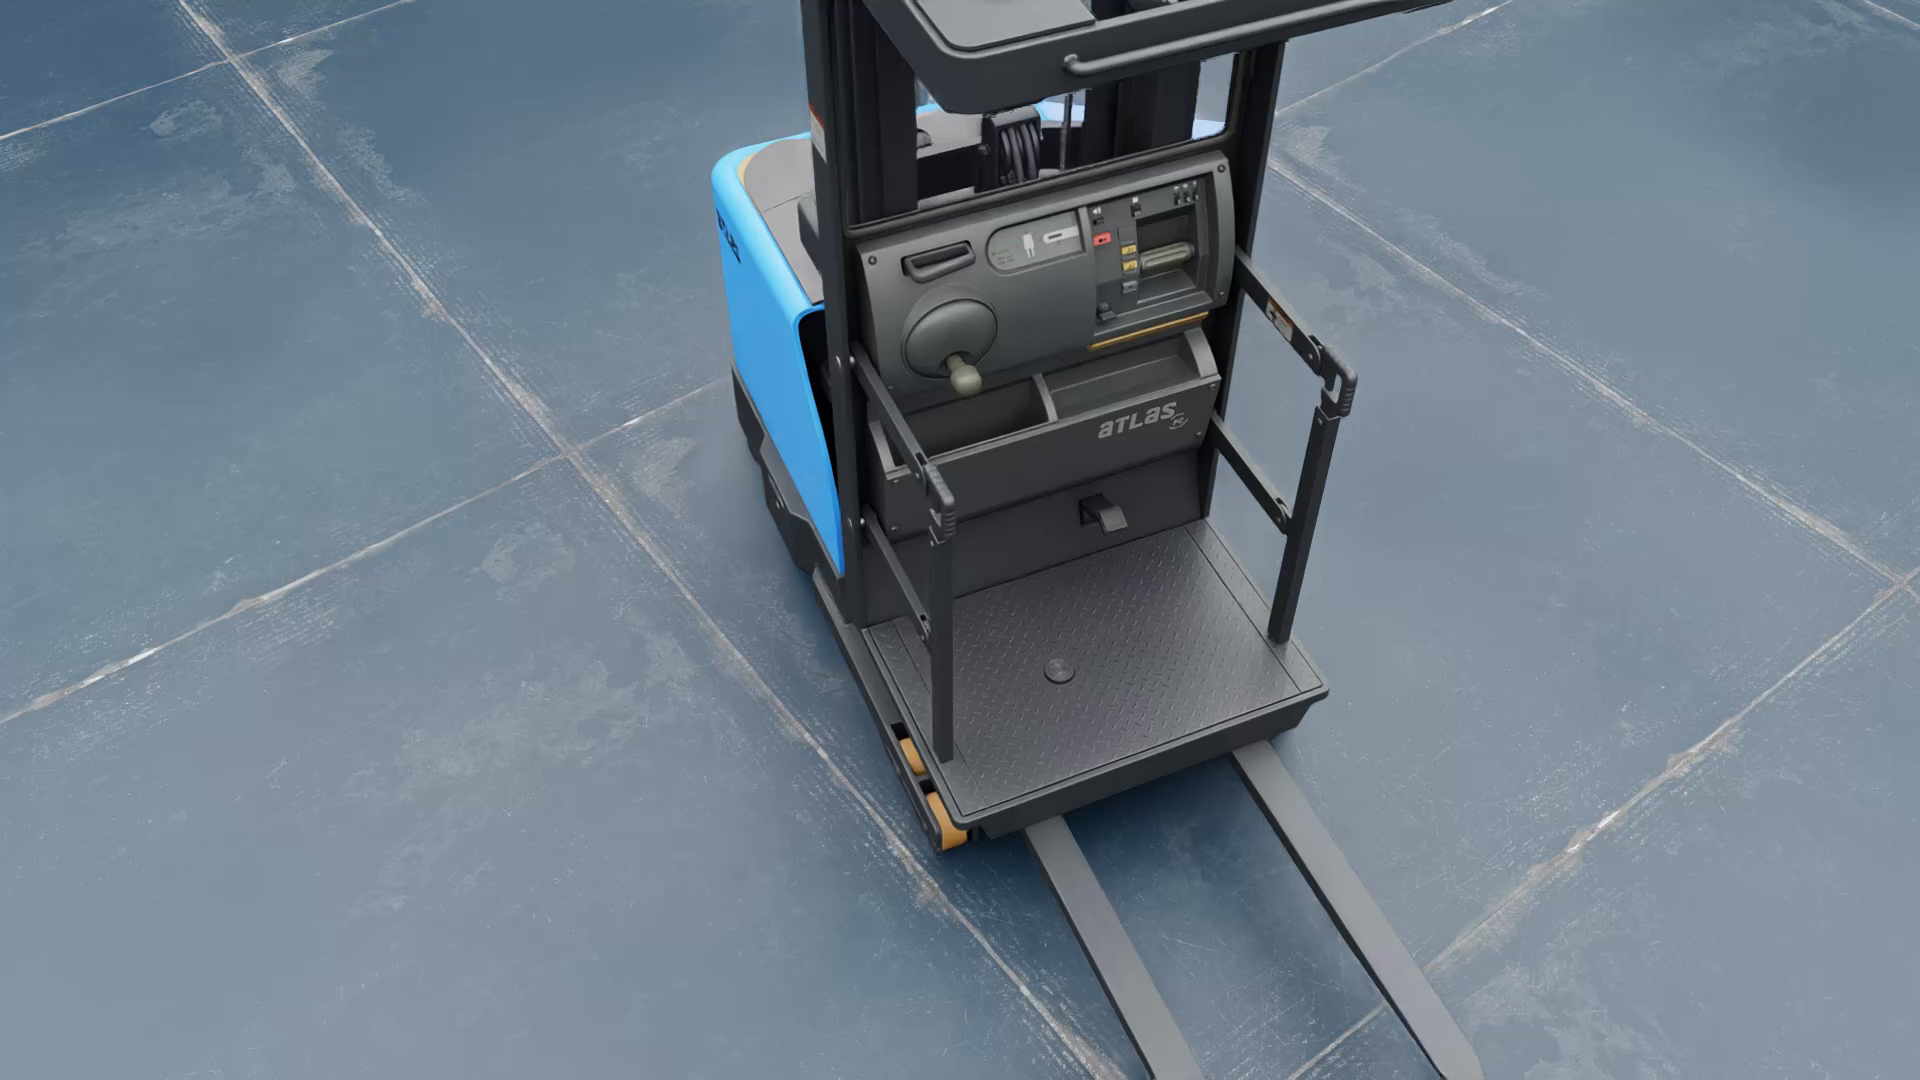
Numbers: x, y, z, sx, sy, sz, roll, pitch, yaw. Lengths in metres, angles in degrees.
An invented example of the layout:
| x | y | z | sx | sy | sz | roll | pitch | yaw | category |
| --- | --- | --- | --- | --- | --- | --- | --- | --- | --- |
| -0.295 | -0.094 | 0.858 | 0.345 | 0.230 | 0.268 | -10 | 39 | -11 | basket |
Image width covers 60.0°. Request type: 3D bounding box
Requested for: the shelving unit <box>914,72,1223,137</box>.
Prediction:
| x | y | z | sx | sy | sz | roll | pitch | yaw | category |
| --- | --- | --- | --- | --- | --- | --- | --- | --- | --- |
| 0.394 | -1.381 | 5.490 | 1.048 | 1.500 | 0.538 | 9 | 48 | 8 | shelving unit |

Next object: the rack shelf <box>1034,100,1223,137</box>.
| x | y | z | sx | sy | sz | roll | pitch | yaw | category |
| --- | --- | --- | --- | --- | --- | --- | --- | --- | --- |
| 0.394 | -1.260 | 5.623 | 1.000 | 0.185 | 0.538 | 9 | 48 | 8 | rack shelf |

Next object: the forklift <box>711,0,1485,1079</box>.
| x | y | z | sx | sy | sz | roll | pitch | yaw | category |
| --- | --- | --- | --- | --- | --- | --- | --- | --- | --- |
| 0.306 | -0.518 | 3.741 | 1.130 | 2.935 | 3.031 | -18 | 50 | -15 | forklift |

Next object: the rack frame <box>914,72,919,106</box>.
| x | y | z | sx | sy | sz | roll | pitch | yaw | category |
| --- | --- | --- | --- | --- | --- | --- | --- | --- | --- |
| -0.104 | -1.458 | 5.559 | 0.032 | 1.500 | 0.500 | 9 | 48 | 8 | rack frame |
